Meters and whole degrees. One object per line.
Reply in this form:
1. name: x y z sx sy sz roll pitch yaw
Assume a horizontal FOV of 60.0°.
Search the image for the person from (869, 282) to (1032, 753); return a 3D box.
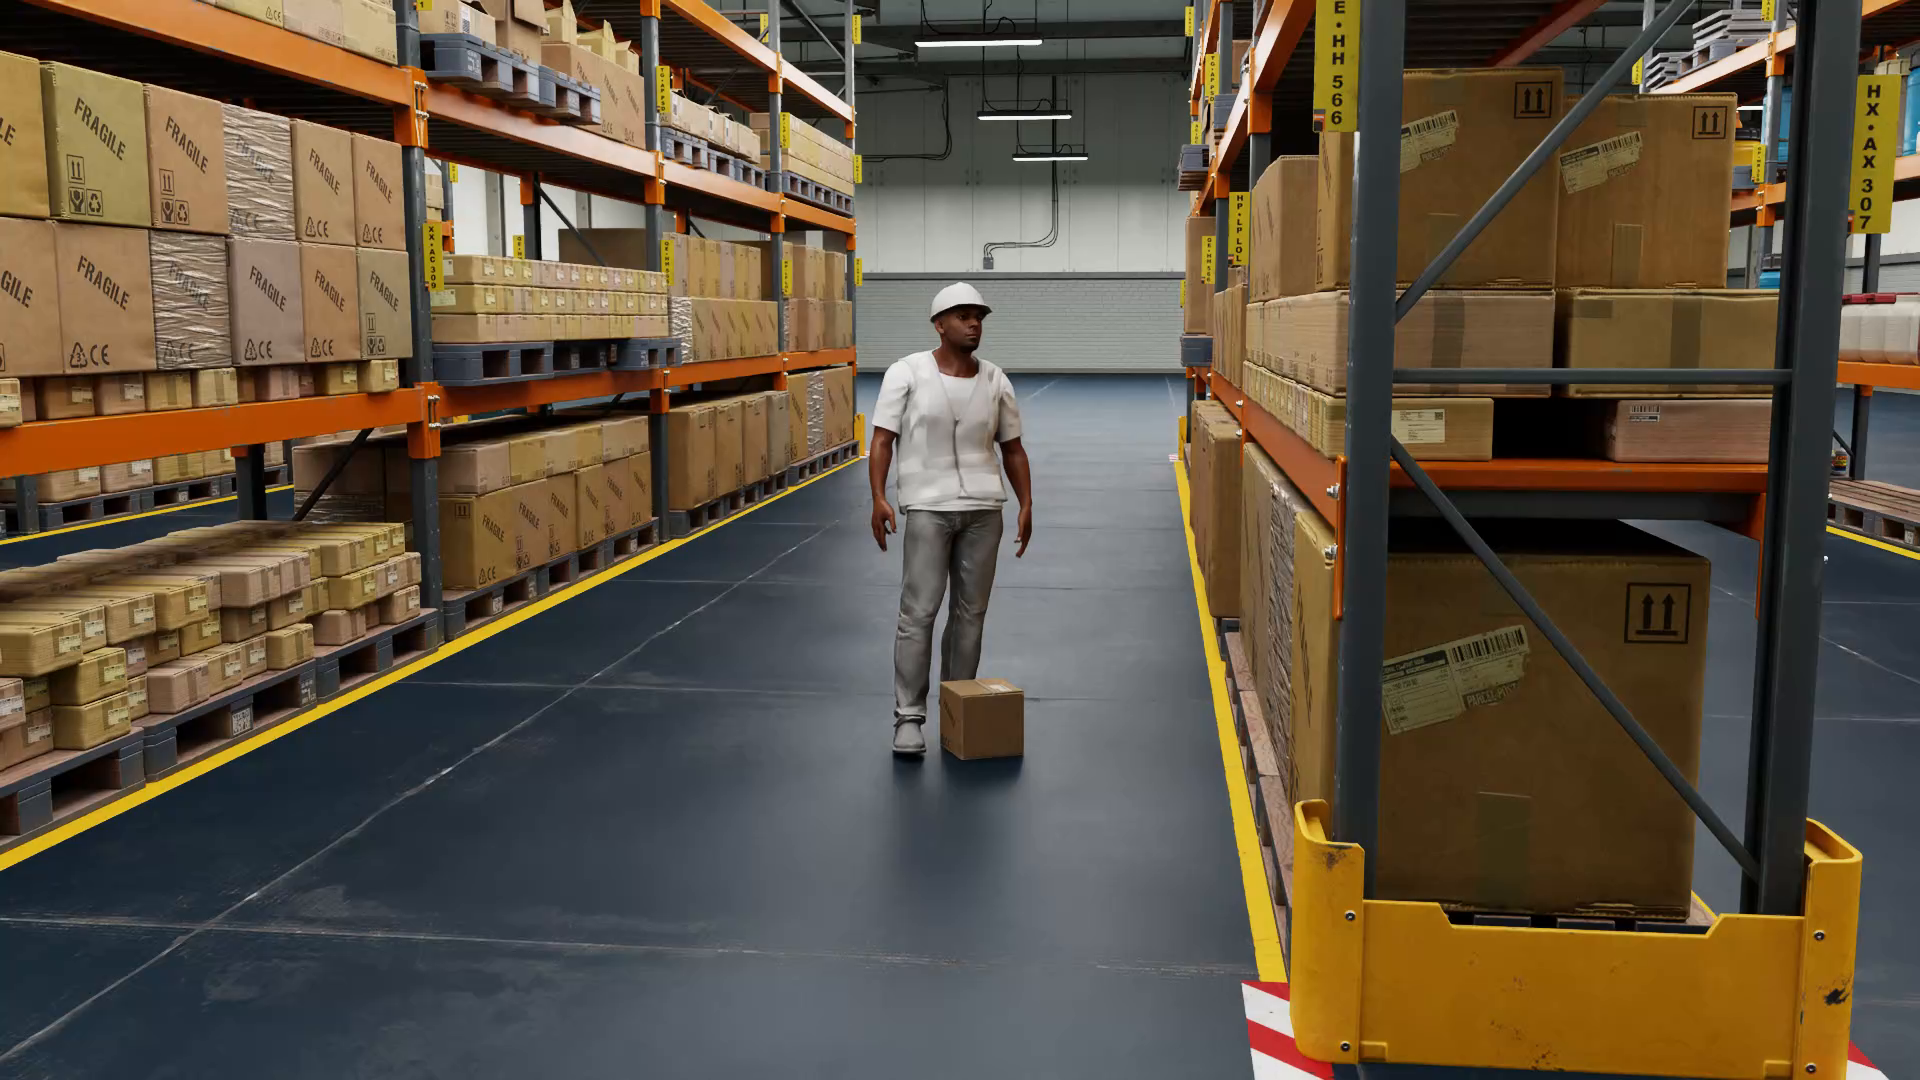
1. person: -0.009 -0.103 6.413 0.666 1.766 0.577 -2 8 -18
